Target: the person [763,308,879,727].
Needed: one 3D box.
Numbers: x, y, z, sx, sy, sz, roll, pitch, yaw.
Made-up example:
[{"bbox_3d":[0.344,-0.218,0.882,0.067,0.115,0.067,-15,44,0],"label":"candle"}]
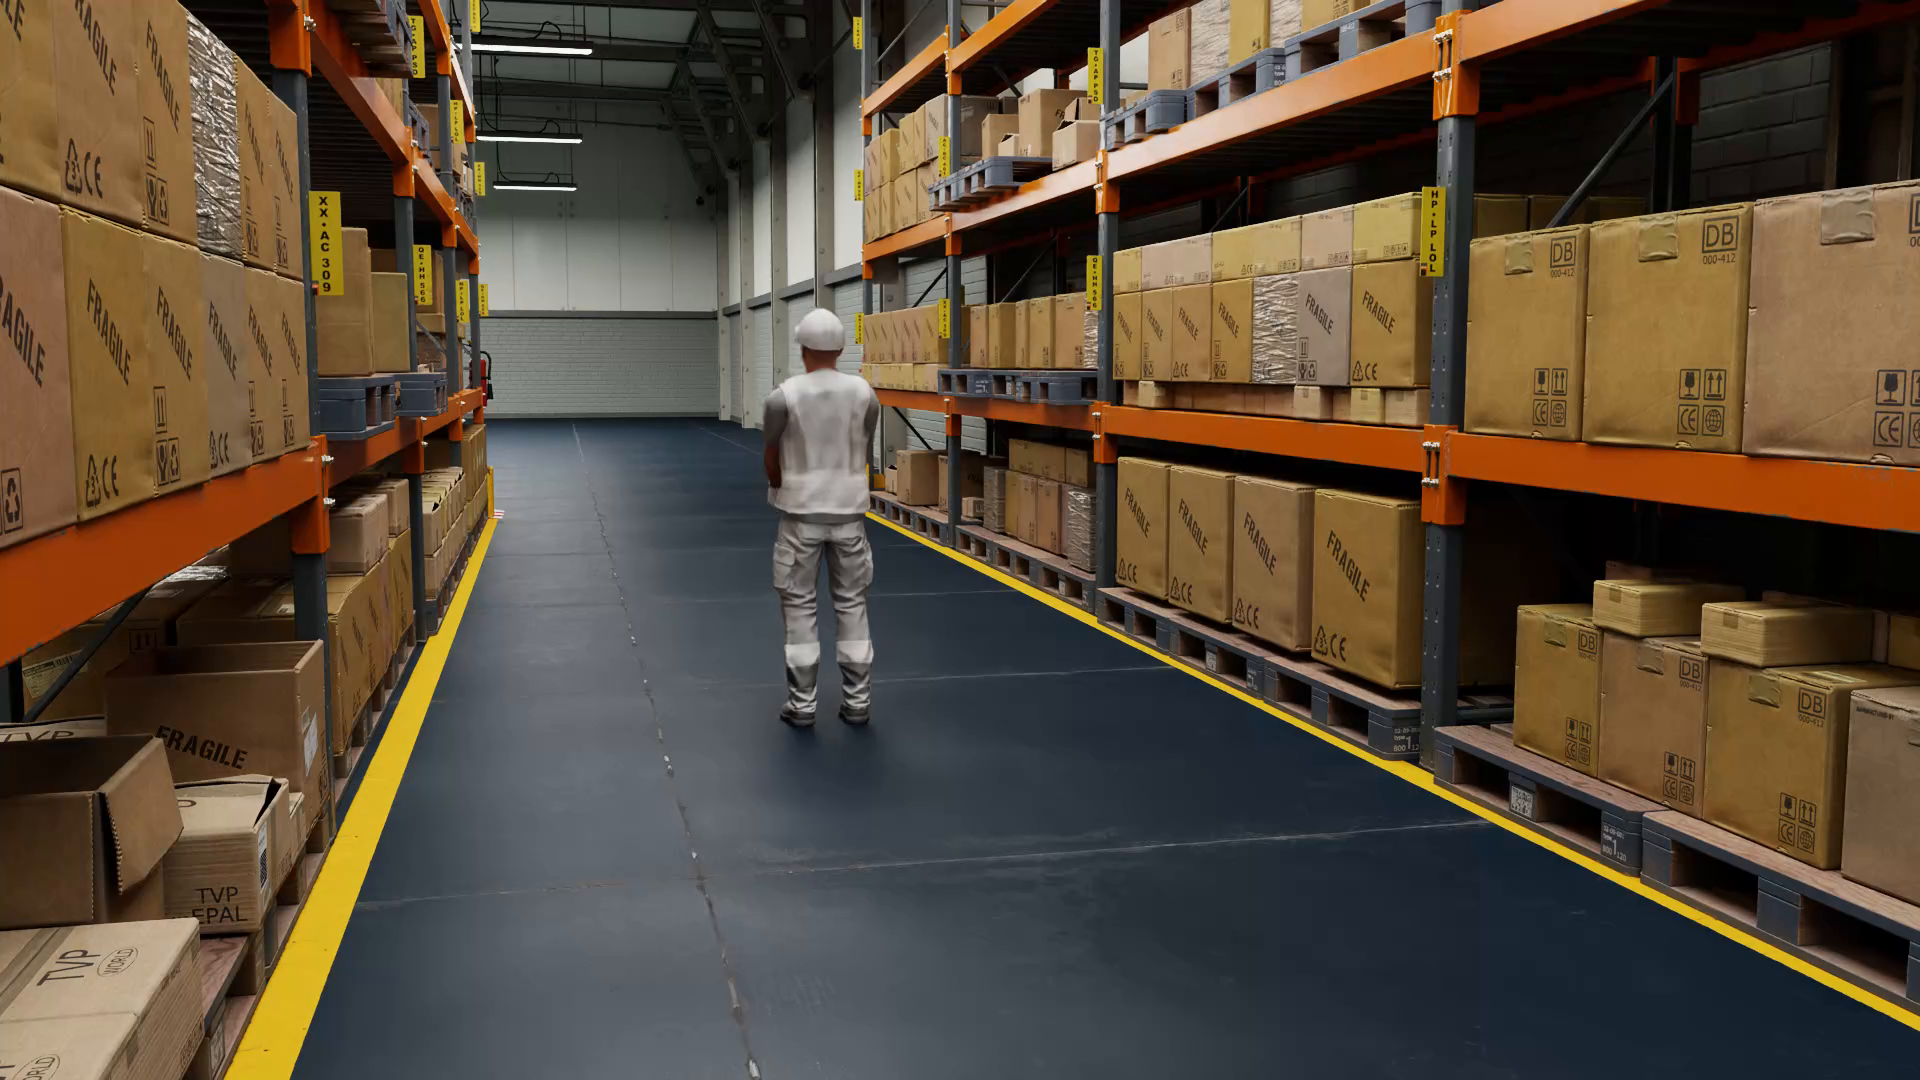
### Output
[{"bbox_3d":[-0.631,-0.104,7.262,0.504,1.790,0.559,-2,6,-18],"label":"person"}]
